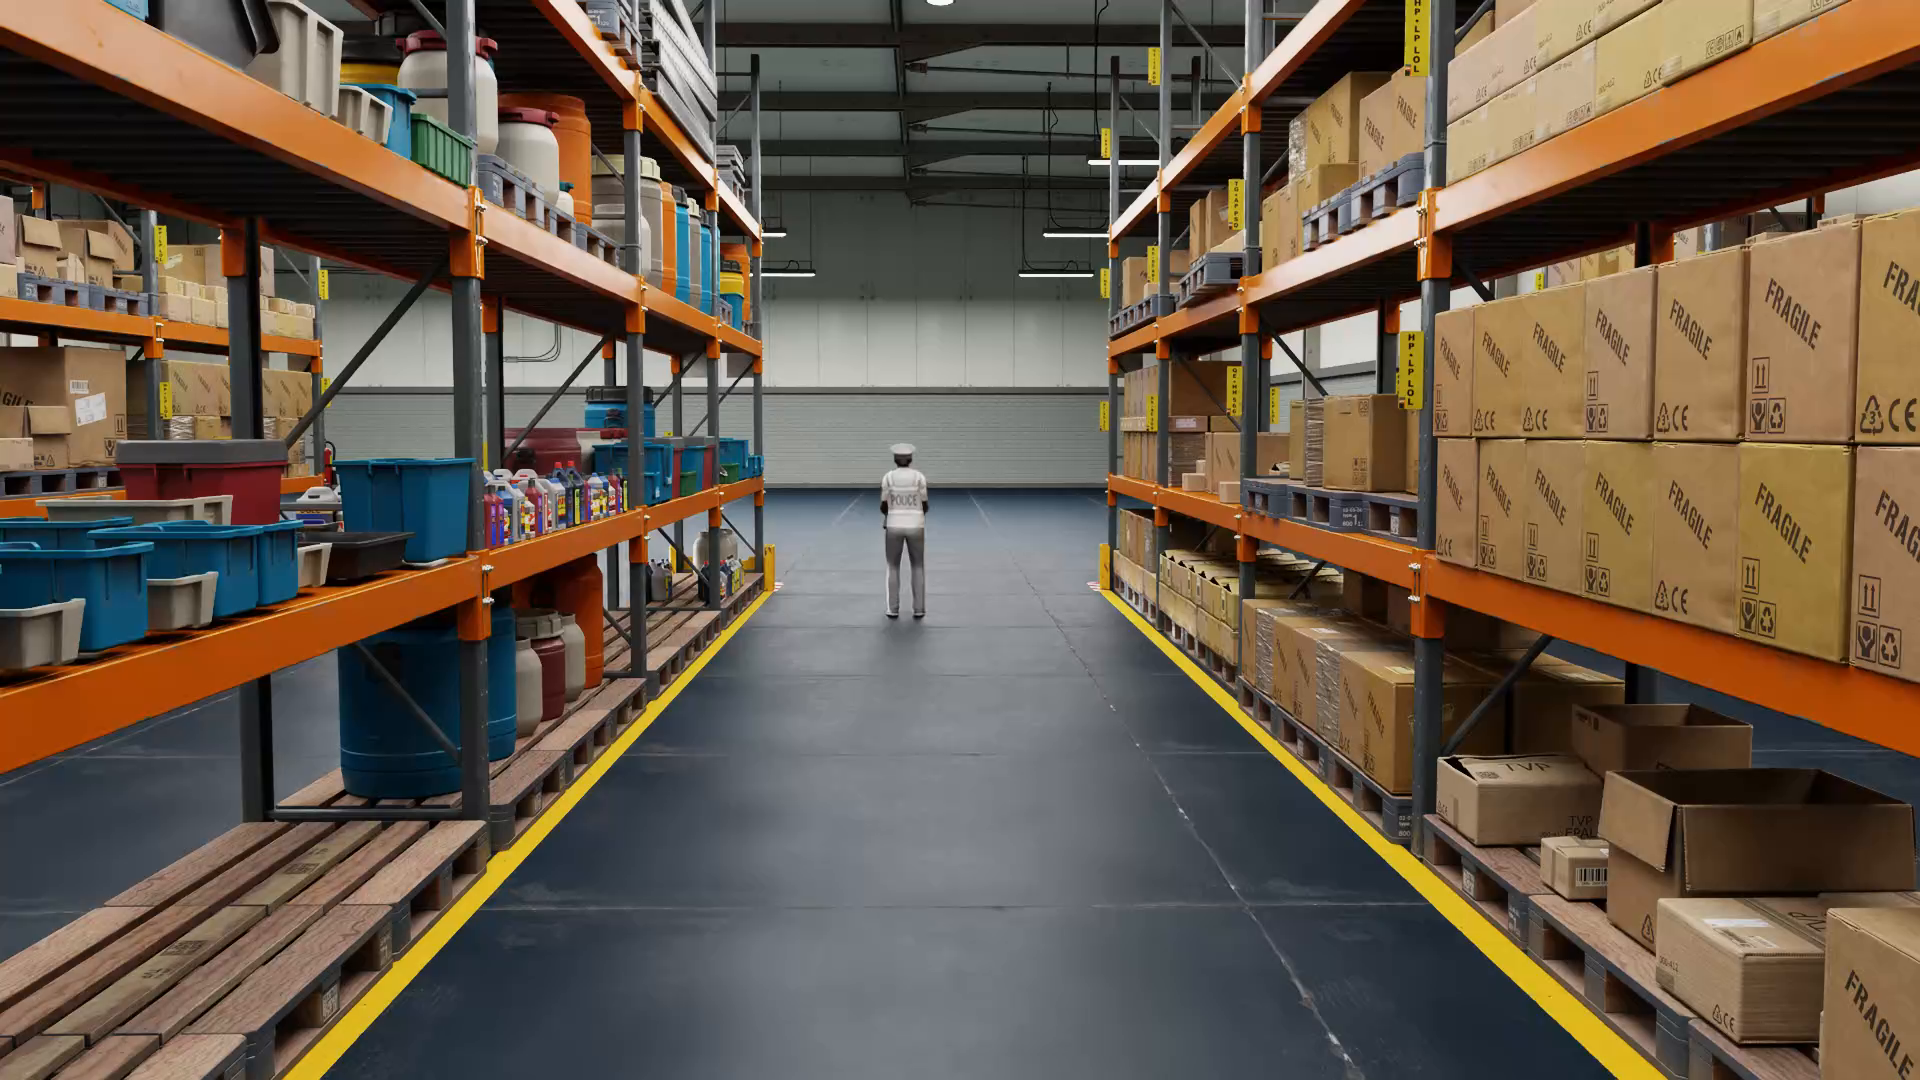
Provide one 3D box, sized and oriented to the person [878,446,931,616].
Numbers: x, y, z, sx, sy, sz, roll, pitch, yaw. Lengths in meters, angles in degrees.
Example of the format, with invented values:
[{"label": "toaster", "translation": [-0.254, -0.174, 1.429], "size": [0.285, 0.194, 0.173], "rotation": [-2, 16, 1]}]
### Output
[{"label": "person", "translation": [-0.541, -0.082, 16.229], "size": [0.512, 1.657, 0.399], "rotation": [0, 4, -2]}]
